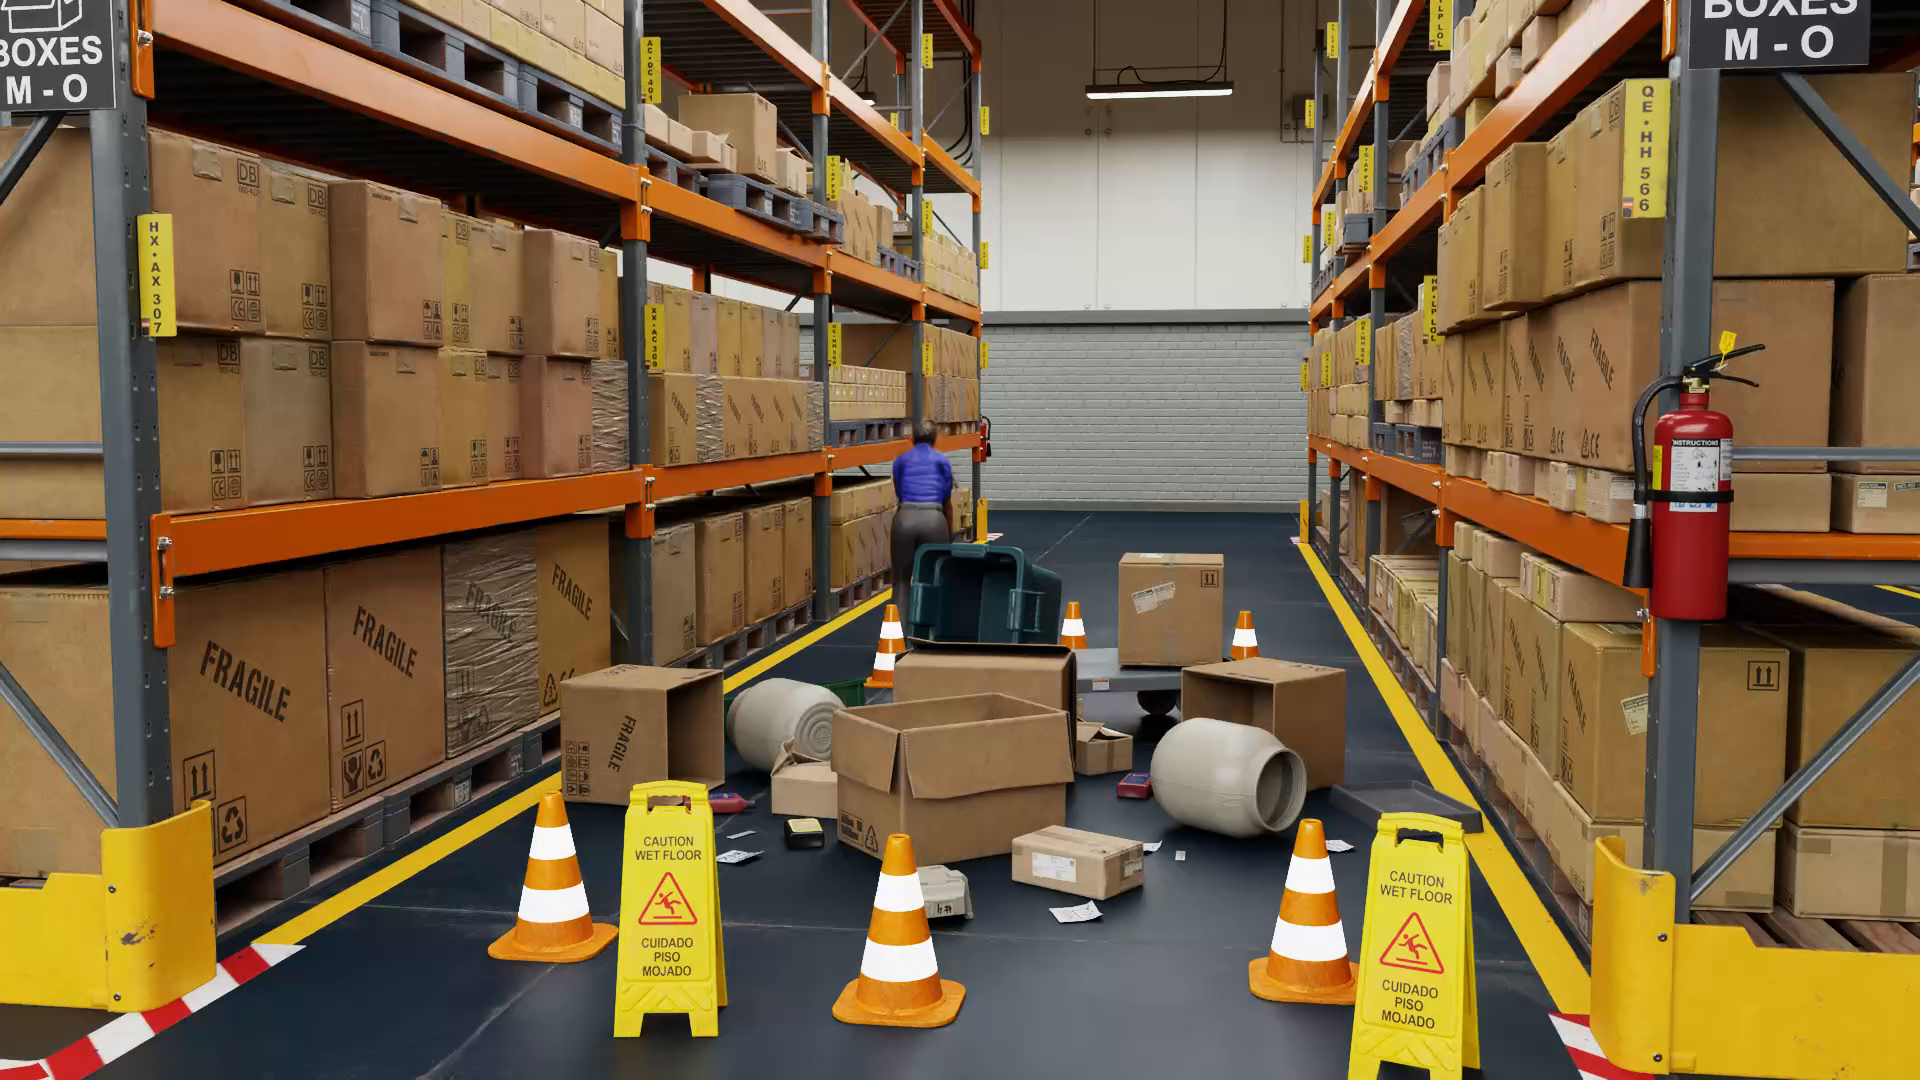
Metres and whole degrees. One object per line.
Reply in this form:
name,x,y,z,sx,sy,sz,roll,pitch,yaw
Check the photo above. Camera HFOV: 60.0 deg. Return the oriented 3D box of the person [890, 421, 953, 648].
person,-0.248,-0.026,11.105,0.402,1.531,0.614,1,5,7
